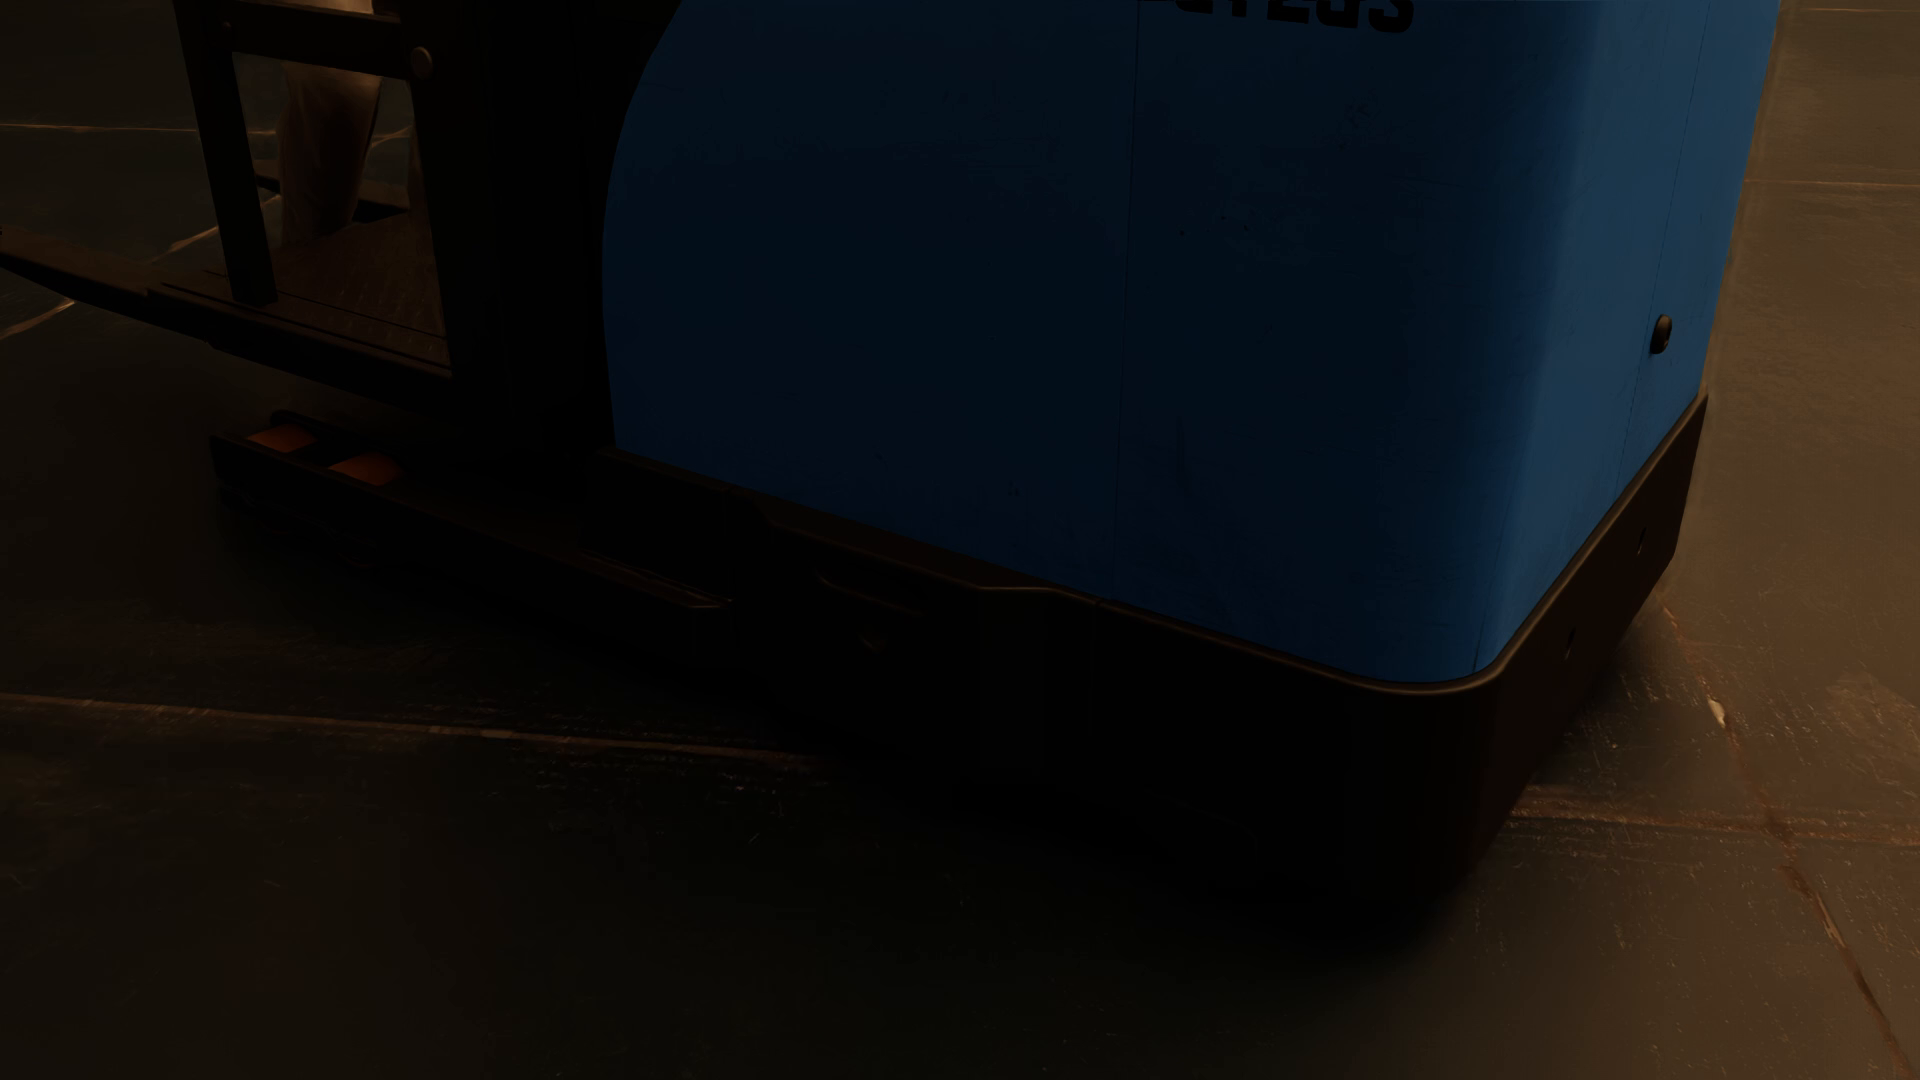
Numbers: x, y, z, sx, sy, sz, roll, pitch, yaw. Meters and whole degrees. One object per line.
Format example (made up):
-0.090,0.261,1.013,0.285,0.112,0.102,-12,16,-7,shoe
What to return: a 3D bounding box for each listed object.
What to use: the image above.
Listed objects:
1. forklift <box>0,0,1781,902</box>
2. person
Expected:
-0.509,-1.446,2.116,3.031,2.935,1.130,17,31,30,forklift
-0.970,-1.059,2.723,0.566,1.686,0.525,-20,33,-34,person
